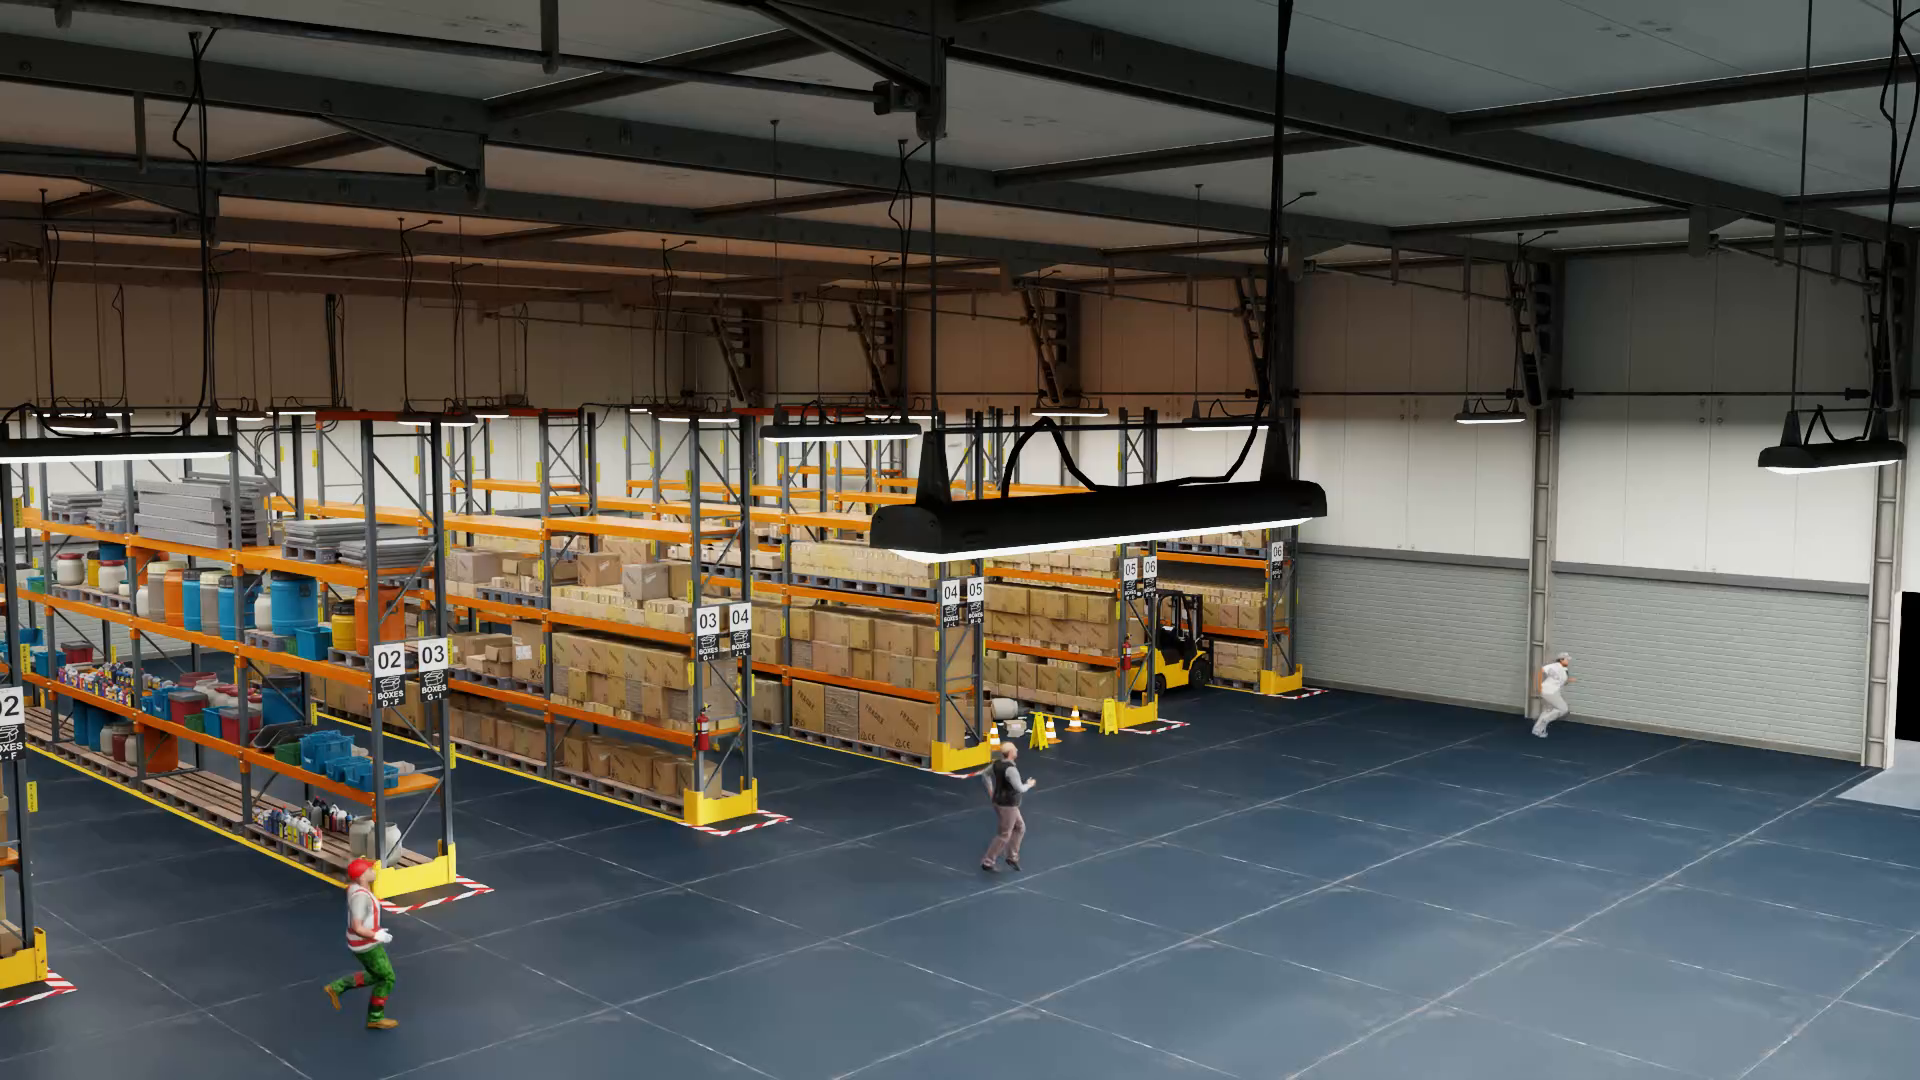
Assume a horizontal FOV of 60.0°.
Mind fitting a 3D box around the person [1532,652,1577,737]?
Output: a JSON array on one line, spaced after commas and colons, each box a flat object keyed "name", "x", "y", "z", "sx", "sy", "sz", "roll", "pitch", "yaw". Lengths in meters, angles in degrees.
[{"name": "person", "x": 10.907, "y": 2.835, "z": 30.504, "sx": 0.763, "sy": 1.588, "sz": 0.591, "roll": 3, "pitch": 6, "yaw": 31}]

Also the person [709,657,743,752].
[{"name": "person", "x": -4.046, "y": 2.857, "z": 29.139, "sx": 0.826, "sy": 1.819, "sz": 0.729, "roll": 3, "pitch": 6, "yaw": 30}]

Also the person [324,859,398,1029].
[{"name": "person", "x": -5.927, "y": 4.013, "z": 16.494, "sx": 0.609, "sy": 1.736, "sz": 0.688, "roll": -3, "pitch": 6, "yaw": -27}]

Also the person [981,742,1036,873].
[{"name": "person", "x": 0.628, "y": 3.543, "z": 21.839, "sx": 0.766, "sy": 1.795, "sz": 0.656, "roll": -1, "pitch": 5, "yaw": -16}]
